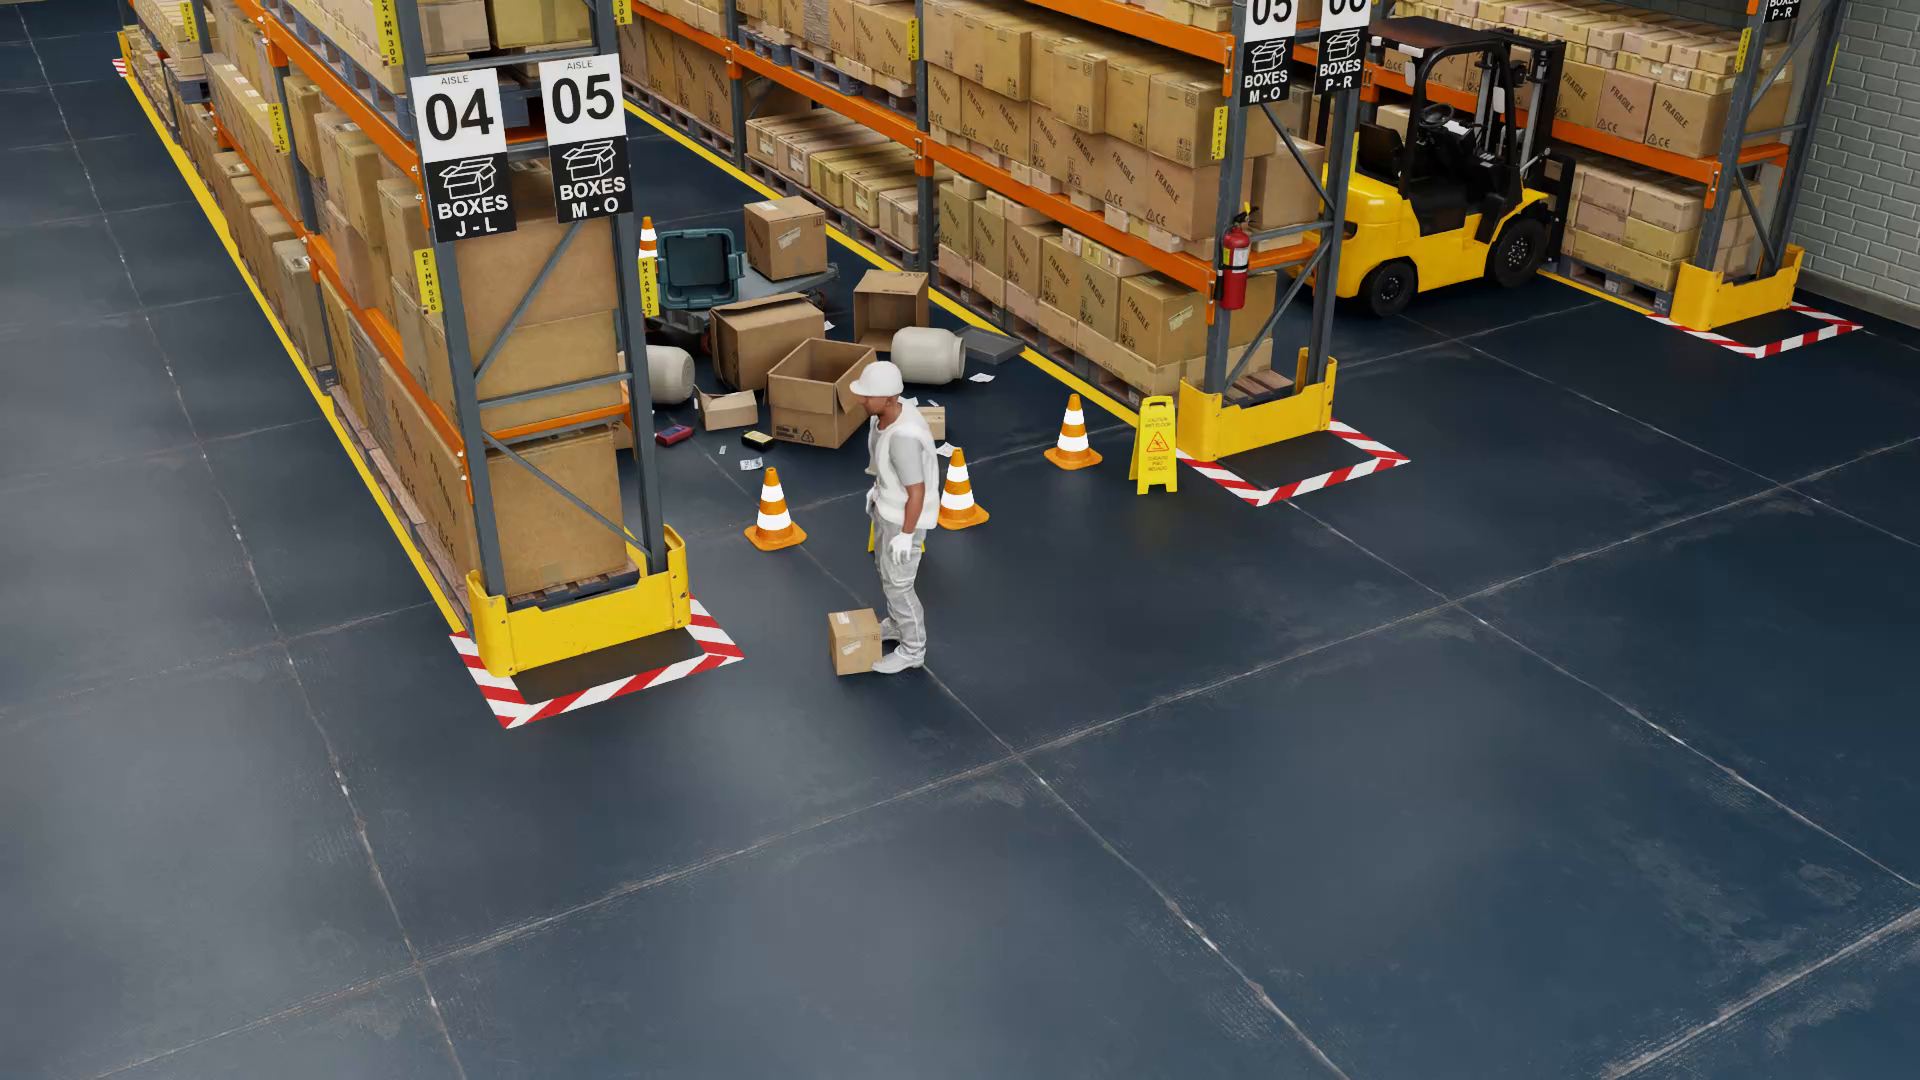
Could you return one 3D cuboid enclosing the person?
[{"bbox_3d":[-0.345,-0.133,8.796,0.444,1.775,0.629,-7,30,-13],"label":"person"}]
